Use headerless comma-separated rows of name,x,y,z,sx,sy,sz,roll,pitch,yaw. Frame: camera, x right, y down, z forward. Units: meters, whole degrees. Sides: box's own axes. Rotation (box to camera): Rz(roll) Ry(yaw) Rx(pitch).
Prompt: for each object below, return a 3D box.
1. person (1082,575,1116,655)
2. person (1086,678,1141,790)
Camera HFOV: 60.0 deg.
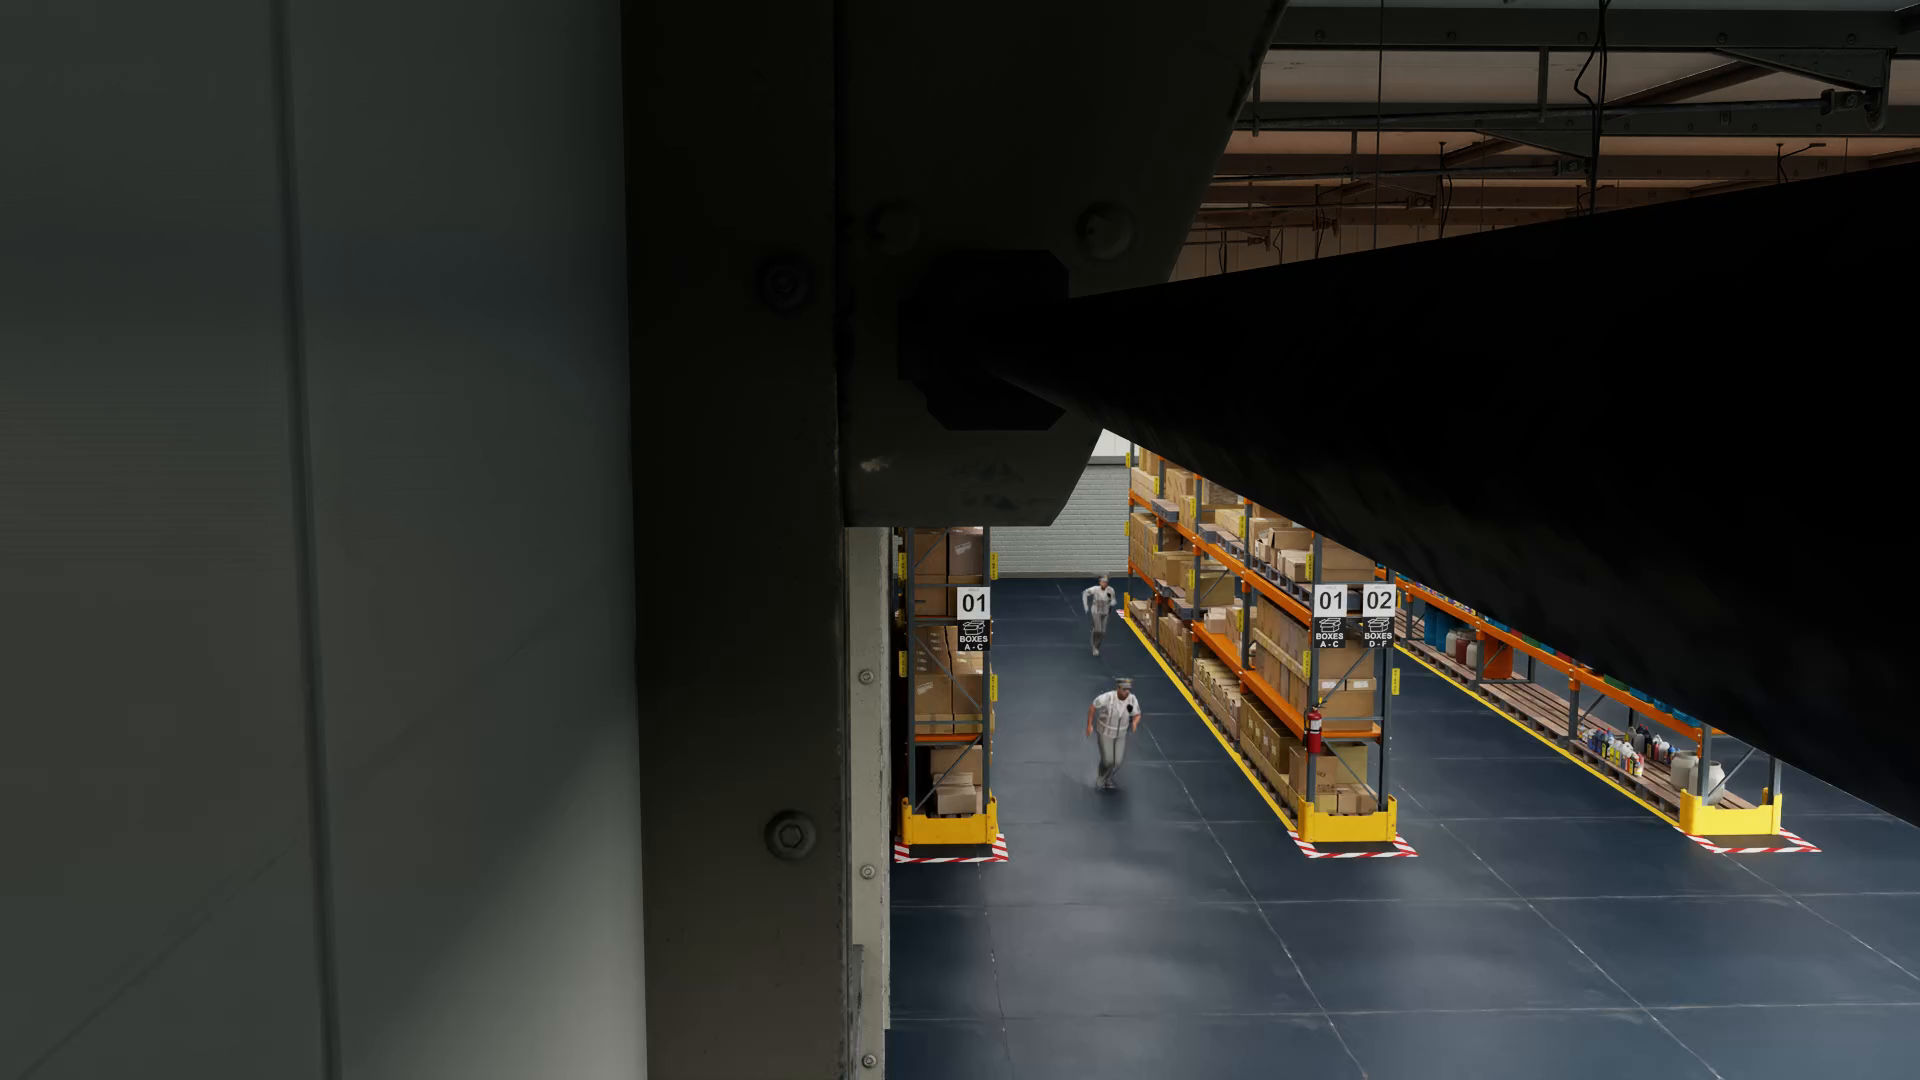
person,2.710,1.441,32.029,0.598,1.614,0.677,-2,8,-15
person,2.123,2.645,22.664,0.669,1.637,0.862,-3,8,-21
